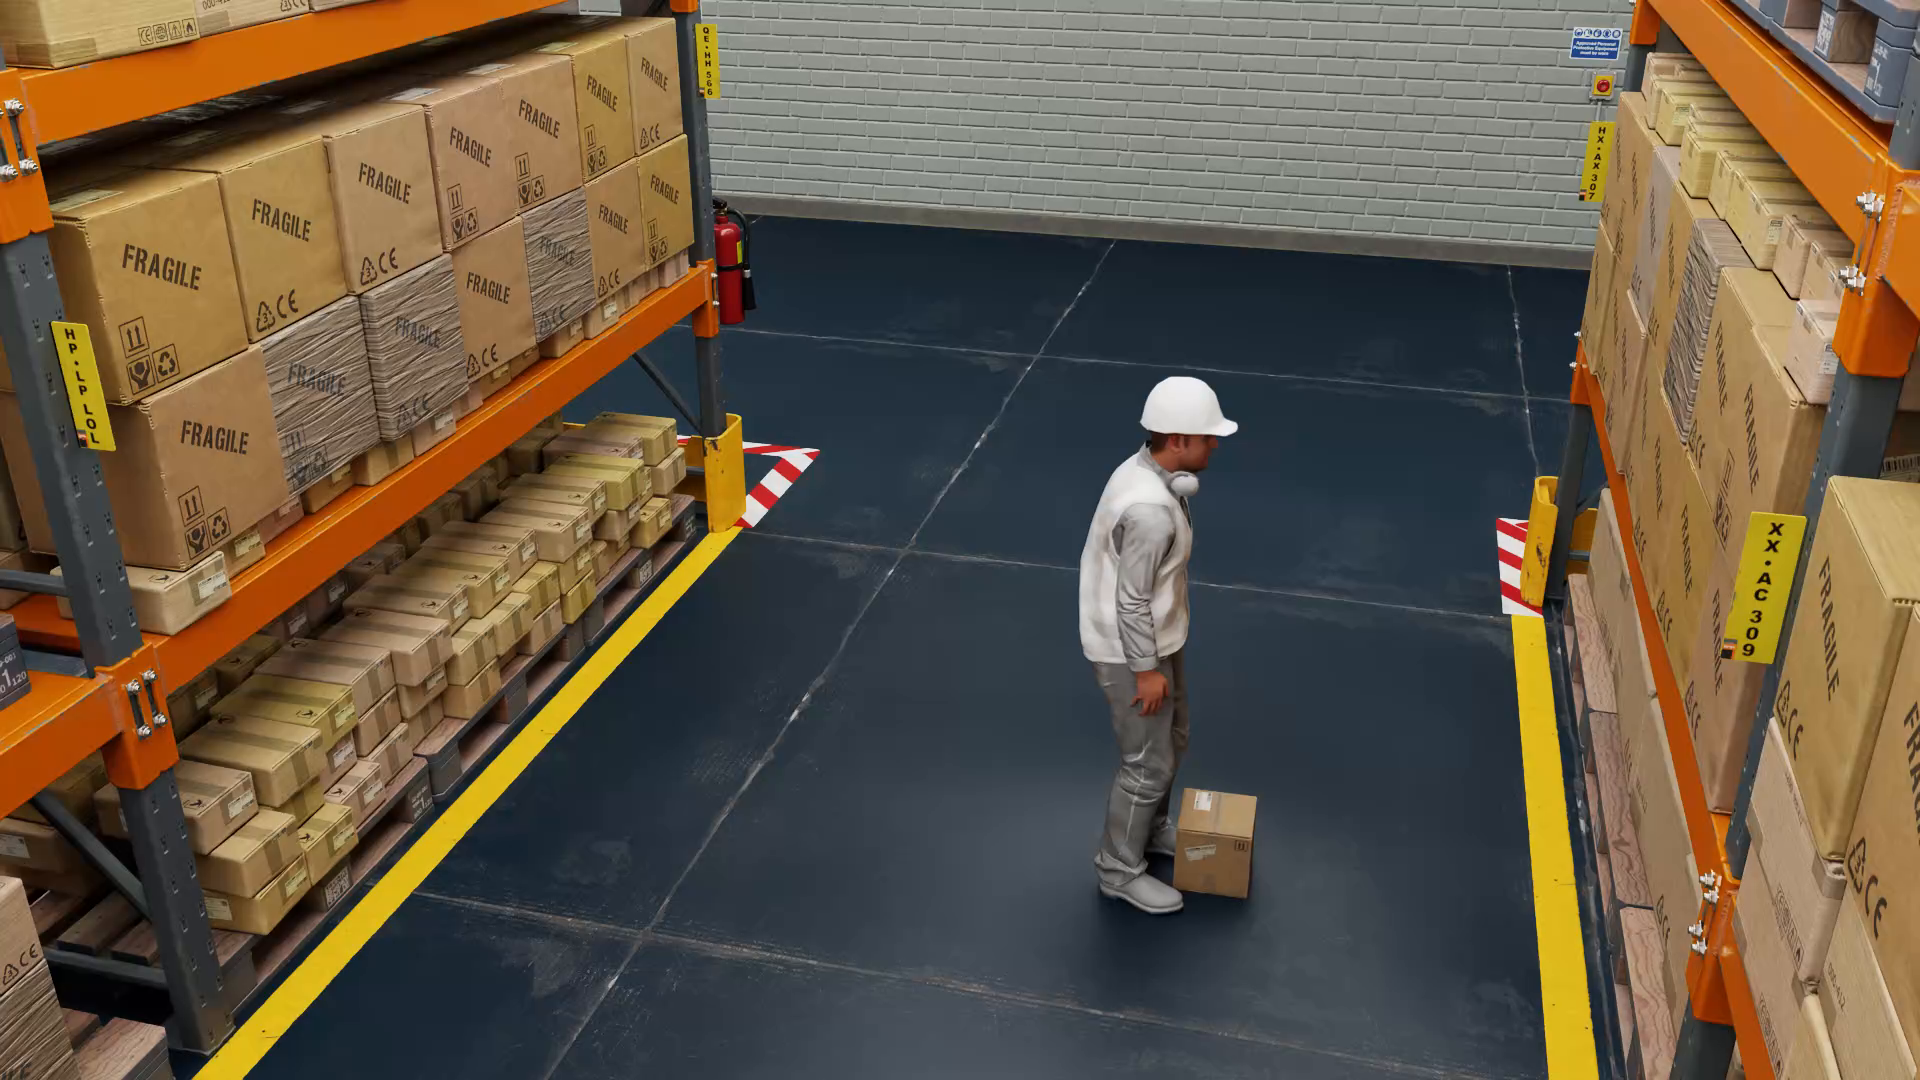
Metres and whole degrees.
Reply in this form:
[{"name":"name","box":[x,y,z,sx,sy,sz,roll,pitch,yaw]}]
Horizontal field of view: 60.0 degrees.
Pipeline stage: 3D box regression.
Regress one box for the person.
[{"name":"person","box":[0.619,0.318,5.401,0.476,1.769,0.581,5,26,10]}]
